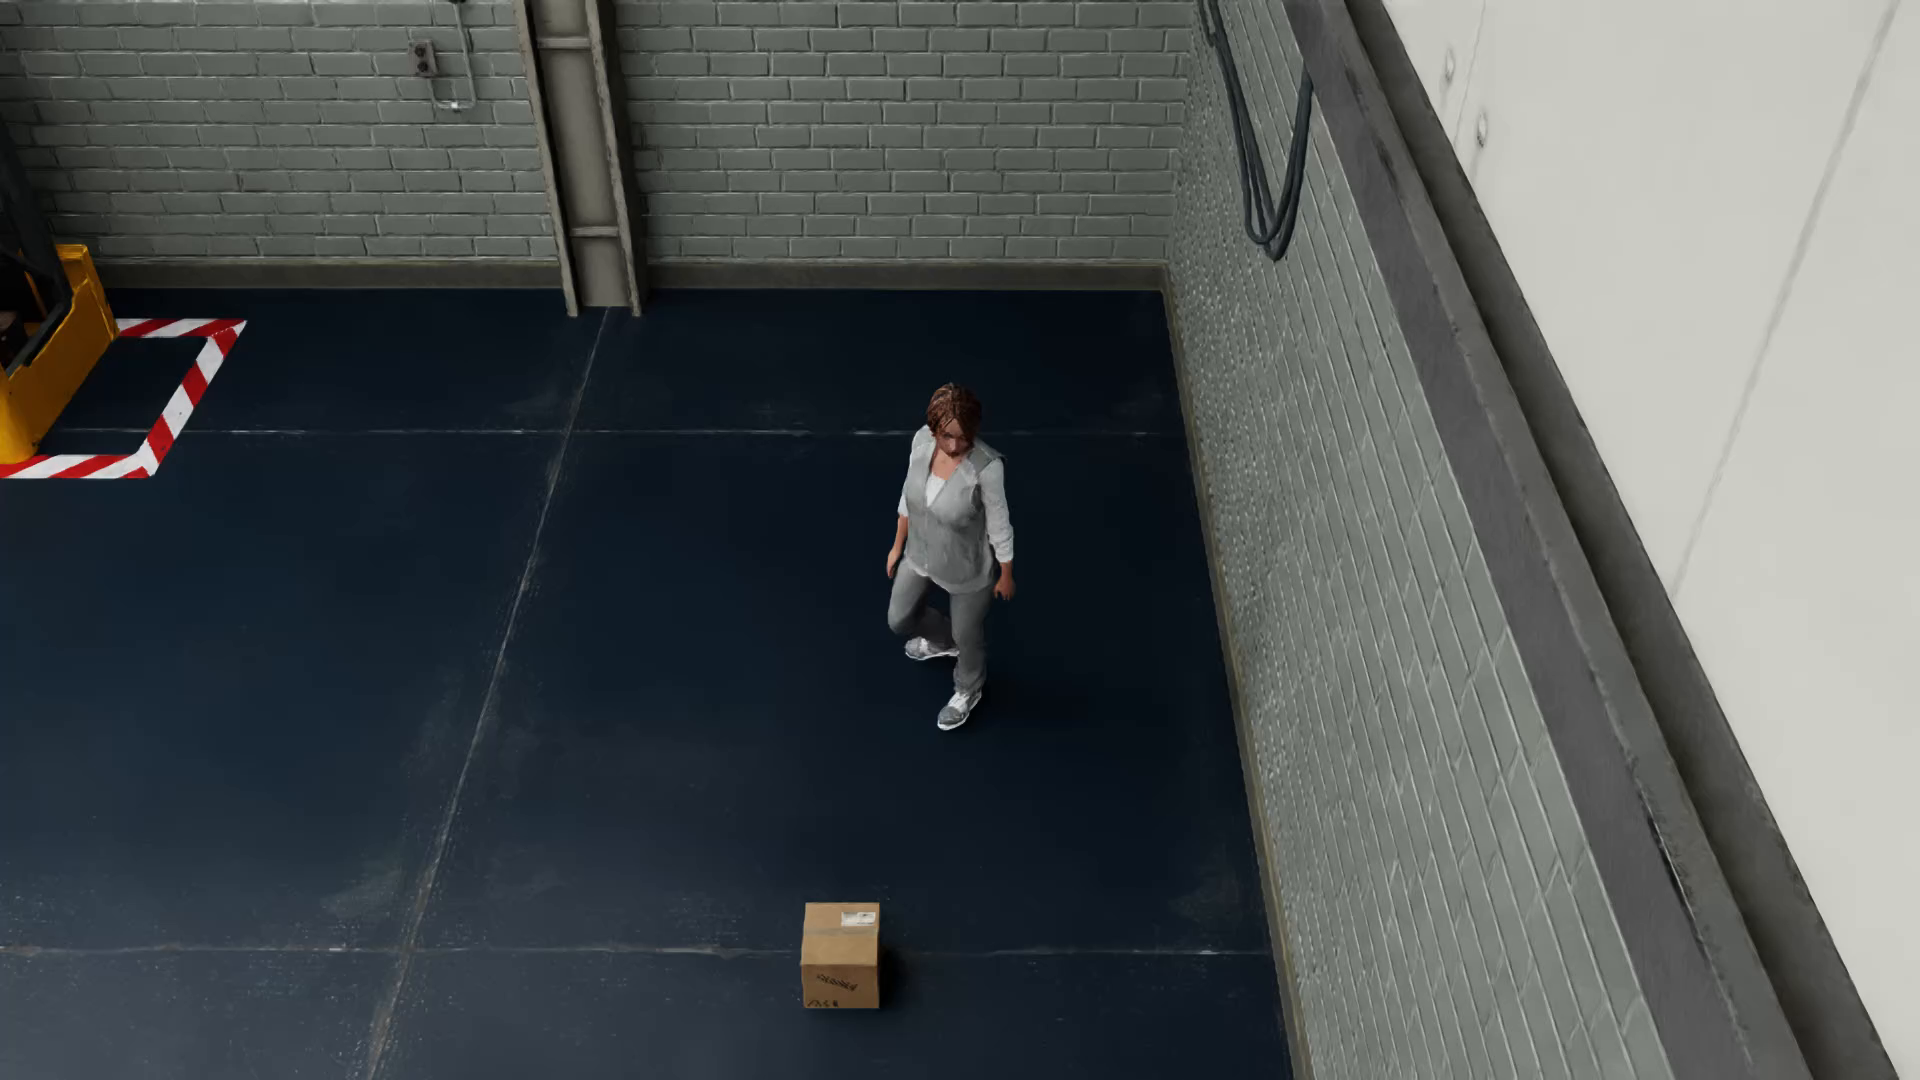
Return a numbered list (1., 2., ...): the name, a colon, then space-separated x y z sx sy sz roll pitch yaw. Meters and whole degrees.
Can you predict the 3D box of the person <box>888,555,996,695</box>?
1. person: -0.031 0.283 6.277 0.400 0.843 0.380 26 47 27
